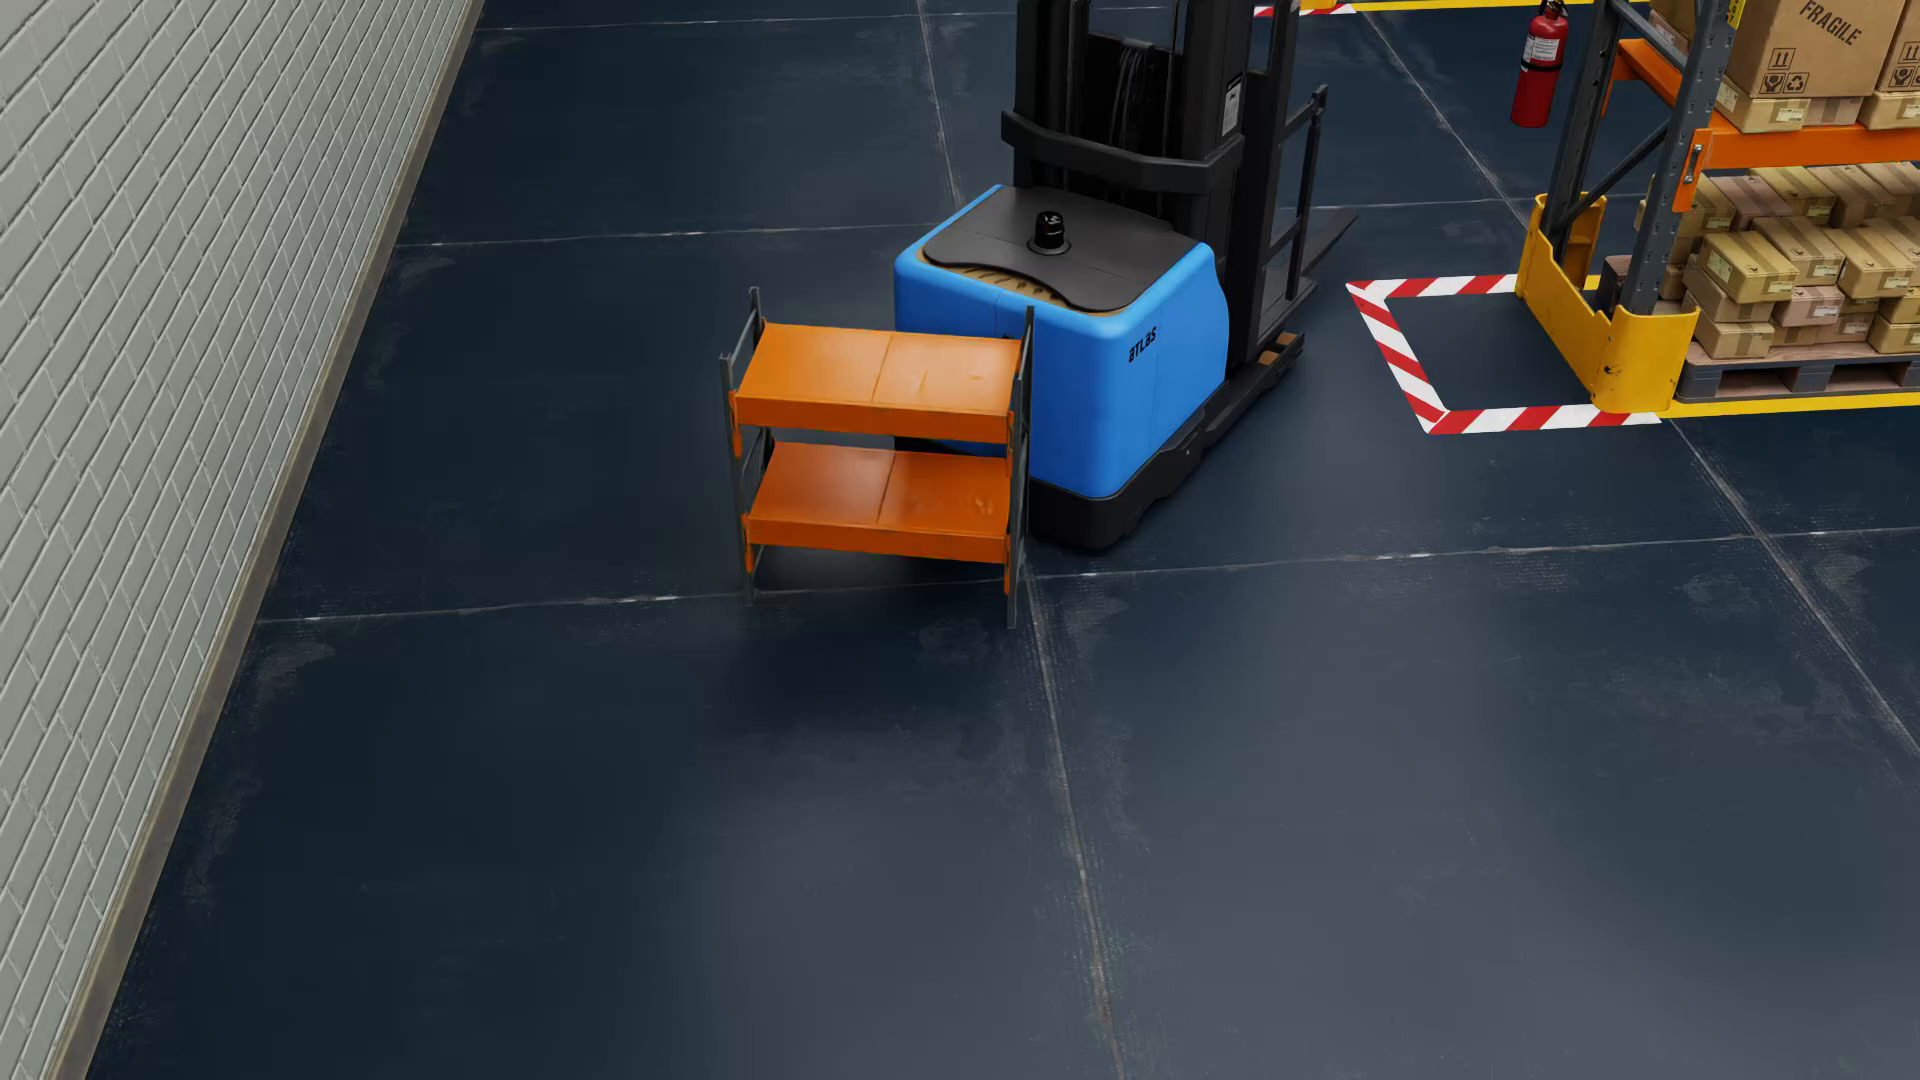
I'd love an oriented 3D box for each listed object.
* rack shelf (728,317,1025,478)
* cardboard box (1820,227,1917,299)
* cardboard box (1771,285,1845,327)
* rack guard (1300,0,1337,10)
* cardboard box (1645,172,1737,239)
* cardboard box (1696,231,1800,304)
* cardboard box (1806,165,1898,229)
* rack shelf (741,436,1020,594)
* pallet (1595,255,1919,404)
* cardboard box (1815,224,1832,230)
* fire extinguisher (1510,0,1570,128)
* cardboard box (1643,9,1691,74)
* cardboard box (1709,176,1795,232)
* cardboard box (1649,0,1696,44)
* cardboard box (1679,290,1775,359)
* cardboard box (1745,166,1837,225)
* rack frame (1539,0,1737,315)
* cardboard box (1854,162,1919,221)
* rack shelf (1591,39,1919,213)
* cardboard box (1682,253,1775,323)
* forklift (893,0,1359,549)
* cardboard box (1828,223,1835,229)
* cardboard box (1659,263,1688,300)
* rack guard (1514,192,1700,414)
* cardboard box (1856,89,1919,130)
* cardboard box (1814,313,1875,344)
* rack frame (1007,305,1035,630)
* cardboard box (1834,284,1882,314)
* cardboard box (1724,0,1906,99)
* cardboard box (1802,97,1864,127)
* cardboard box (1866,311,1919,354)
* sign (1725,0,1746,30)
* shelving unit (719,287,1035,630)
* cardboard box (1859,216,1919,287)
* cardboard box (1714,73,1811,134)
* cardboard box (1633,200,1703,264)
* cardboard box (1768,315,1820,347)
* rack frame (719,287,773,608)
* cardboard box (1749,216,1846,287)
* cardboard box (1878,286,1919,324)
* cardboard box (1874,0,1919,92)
[{"bbox_3d":[-0.280,-0.524,6.034,1.000,0.278,0.538,5,38,6],"label":"rack shelf"},{"bbox_3d":[3.999,-1.229,7.368,0.250,0.149,0.380,-3,38,-4],"label":"cardboard box"},{"bbox_3d":[3.743,-1.120,7.470,0.250,0.149,0.380,-3,38,-4],"label":"cardboard box"},{"bbox_3d":[2.357,-4.173,11.635,0.348,0.500,1.175,-3,38,-4],"label":"rack guard"},{"bbox_3d":[3.425,-1.571,7.802,0.250,0.149,0.380,-3,38,-3],"label":"cardboard box"},{"bbox_3d":[3.472,-1.205,7.338,0.250,0.149,0.380,-5,39,-6],"label":"cardboard box"},{"bbox_3d":[4.191,-1.617,7.860,0.250,0.149,0.380,-5,39,-6],"label":"cardboard box"},{"bbox_3d":[-0.280,-0.103,6.367,1.000,0.278,0.538,5,38,6],"label":"rack shelf"},{"bbox_3d":[3.808,-1.039,7.896,1.213,0.211,1.003,-3,38,-4],"label":"pallet"},{"bbox_3d":[3.938,-1.504,7.957,0.250,0.149,0.380,-5,39,-6],"label":"cardboard box"},{"bbox_3d":[2.629,-2.201,7.481,0.183,0.674,0.296,-3,38,-4],"label":"fire extinguisher"},{"bbox_3d":[3.220,-2.200,7.320,0.250,0.149,0.380,-3,38,-4],"label":"cardboard box"},{"bbox_3d":[3.681,-1.550,7.775,0.250,0.149,0.380,-2,38,-3],"label":"cardboard box"},{"bbox_3d":[3.345,-2.446,7.108,0.500,0.500,0.500,-2,38,-3],"label":"cardboard box"},{"bbox_3d":[3.471,-0.984,7.537,0.250,0.149,0.380,-2,38,-3],"label":"cardboard box"},{"bbox_3d":[3.927,-1.642,7.892,0.250,0.149,0.380,-4,38,-5],"label":"cardboard box"},{"bbox_3d":[2.920,-2.107,6.998,0.127,3.000,1.000,-3,38,-4],"label":"rack frame"},{"bbox_3d":[4.453,-1.666,7.923,0.250,0.149,0.380,-2,38,-2],"label":"cardboard box"},{"bbox_3d":[4.912,-1.934,7.360,4.000,0.370,1.077,-3,38,-4],"label":"rack shelf"},{"bbox_3d":[3.465,-1.139,7.495,0.250,0.149,0.380,-2,38,-2],"label":"cardboard box"},{"bbox_3d":[0.948,-1.998,6.916,1.130,2.935,3.031,22,43,25],"label":"forklift"},{"bbox_3d":[4.215,-1.455,7.895,0.250,0.149,0.380,-4,38,-5],"label":"cardboard box"},{"bbox_3d":[3.426,-1.310,7.951,0.250,0.149,0.380,-3,38,-3],"label":"cardboard box"},{"bbox_3d":[2.996,-1.130,7.778,0.348,0.500,1.175,-3,38,-4],"label":"rack guard"},{"bbox_3d":[3.795,-1.845,6.869,0.250,0.149,0.380,-4,38,-5],"label":"cardboard box"},{"bbox_3d":[3.971,-1.066,7.642,0.250,0.149,0.380,-3,38,-3],"label":"cardboard box"},{"bbox_3d":[0.224,-0.255,6.165,0.032,1.125,0.500,5,38,6],"label":"rack frame"},{"bbox_3d":[3.979,-1.188,7.556,0.250,0.149,0.380,-3,38,-3],"label":"cardboard box"},{"bbox_3d":[3.392,-2.117,6.690,0.500,0.500,0.500,-1,38,-2],"label":"cardboard box"},{"bbox_3d":[3.522,-1.863,6.892,0.250,0.149,0.380,-2,38,-2],"label":"cardboard box"},{"bbox_3d":[4.235,-1.013,7.574,0.250,0.149,0.380,-3,38,-3],"label":"cardboard box"},{"bbox_3d":[2.969,-2.112,6.306,0.005,0.325,0.100,-3,38,-4],"label":"sign"},{"bbox_3d":[-0.280,-0.294,6.215,1.048,1.125,0.538,5,38,6],"label":"shelving unit"},{"bbox_3d":[4.238,-1.294,7.450,0.250,0.149,0.380,-5,39,-6],"label":"cardboard box"},{"bbox_3d":[3.272,-1.824,6.842,0.250,0.149,0.380,-3,38,-4],"label":"cardboard box"},{"bbox_3d":[3.421,-1.474,7.919,0.250,0.149,0.380,-4,38,-5],"label":"cardboard box"},{"bbox_3d":[3.724,-1.048,7.620,0.250,0.149,0.380,-3,38,-4],"label":"cardboard box"},{"bbox_3d":[-0.784,-0.334,6.265,0.032,1.125,0.500,5,38,6],"label":"rack frame"},{"bbox_3d":[3.736,-1.294,7.451,0.250,0.149,0.380,-2,38,-3],"label":"cardboard box"},{"bbox_3d":[4.244,-1.135,7.489,0.250,0.149,0.380,-2,38,-3],"label":"cardboard box"},{"bbox_3d":[3.923,-2.162,6.748,0.500,0.500,0.500,-3,38,-4],"label":"cardboard box"}]
